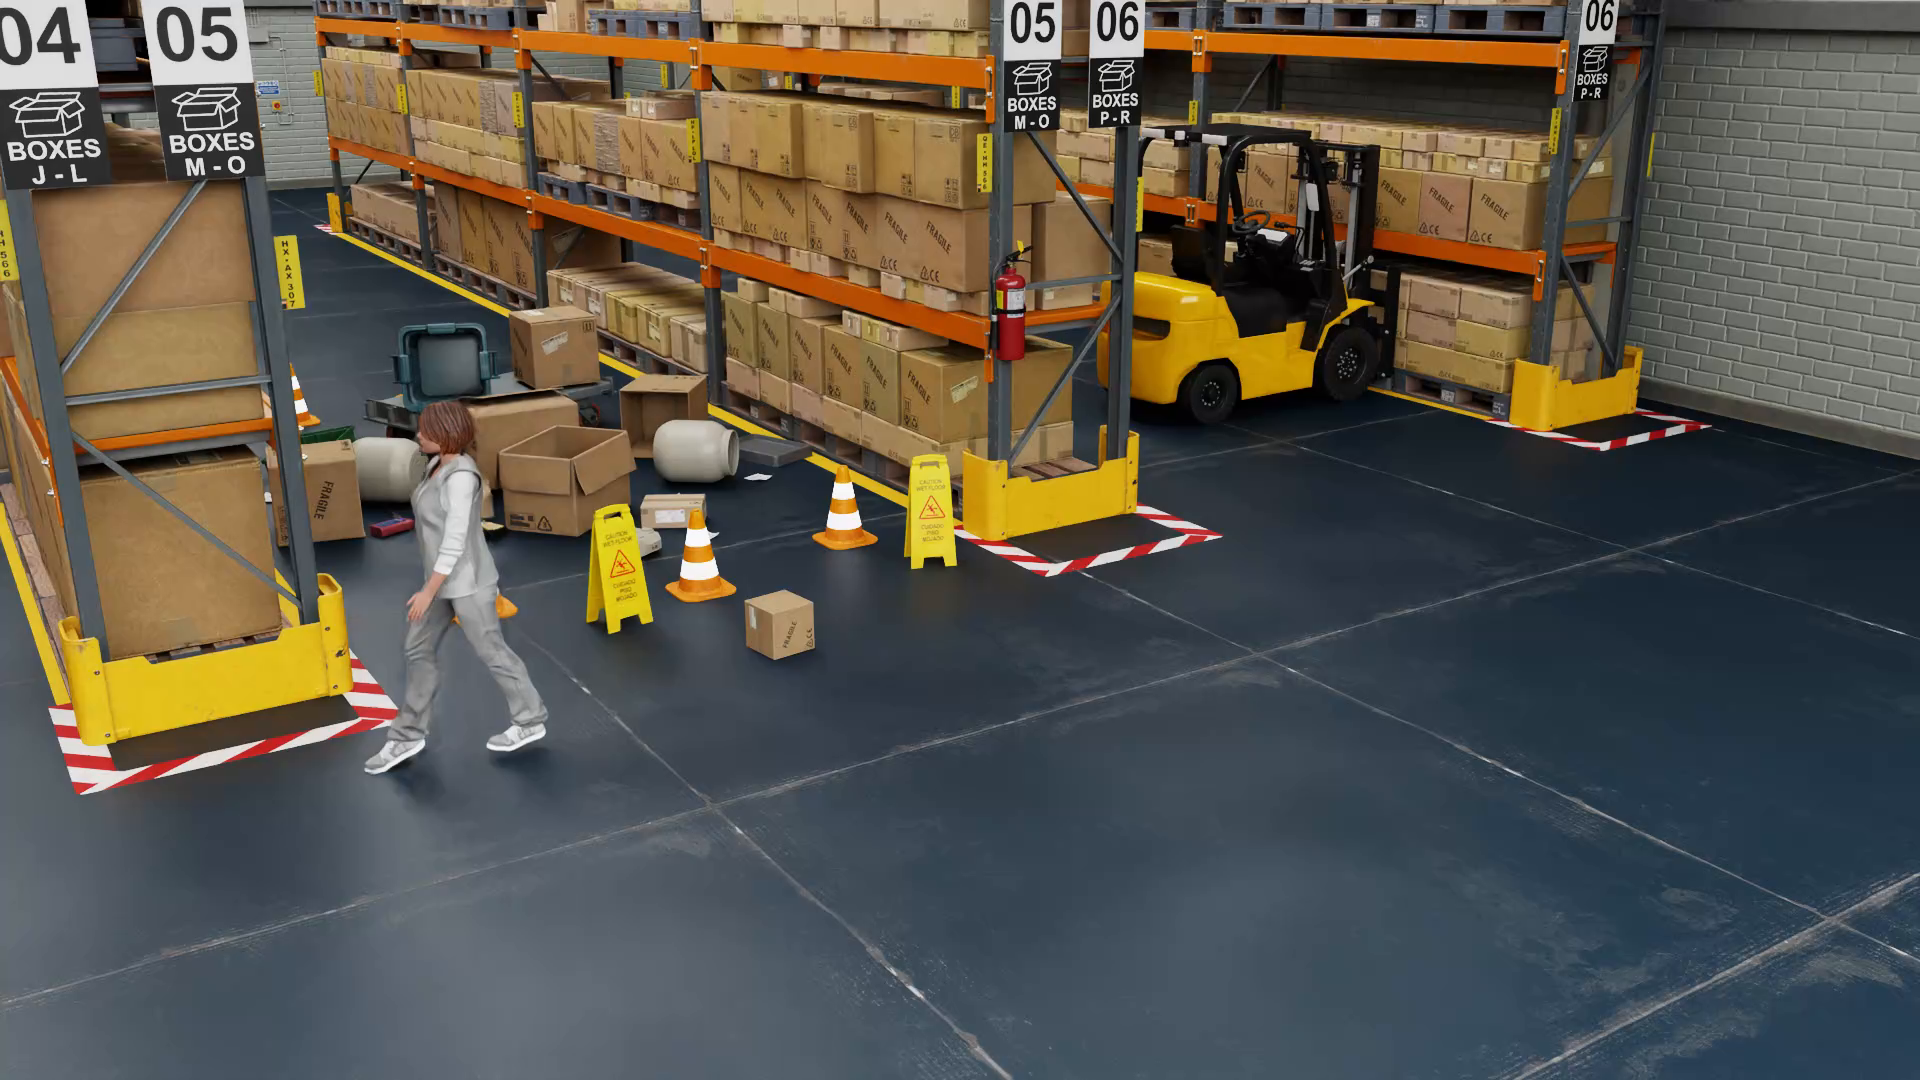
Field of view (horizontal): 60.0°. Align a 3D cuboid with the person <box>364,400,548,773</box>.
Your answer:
[{"bbox_3d":[-2.152,0.206,6.950,0.774,1.594,0.422,-11,21,-29],"label":"person"}]
